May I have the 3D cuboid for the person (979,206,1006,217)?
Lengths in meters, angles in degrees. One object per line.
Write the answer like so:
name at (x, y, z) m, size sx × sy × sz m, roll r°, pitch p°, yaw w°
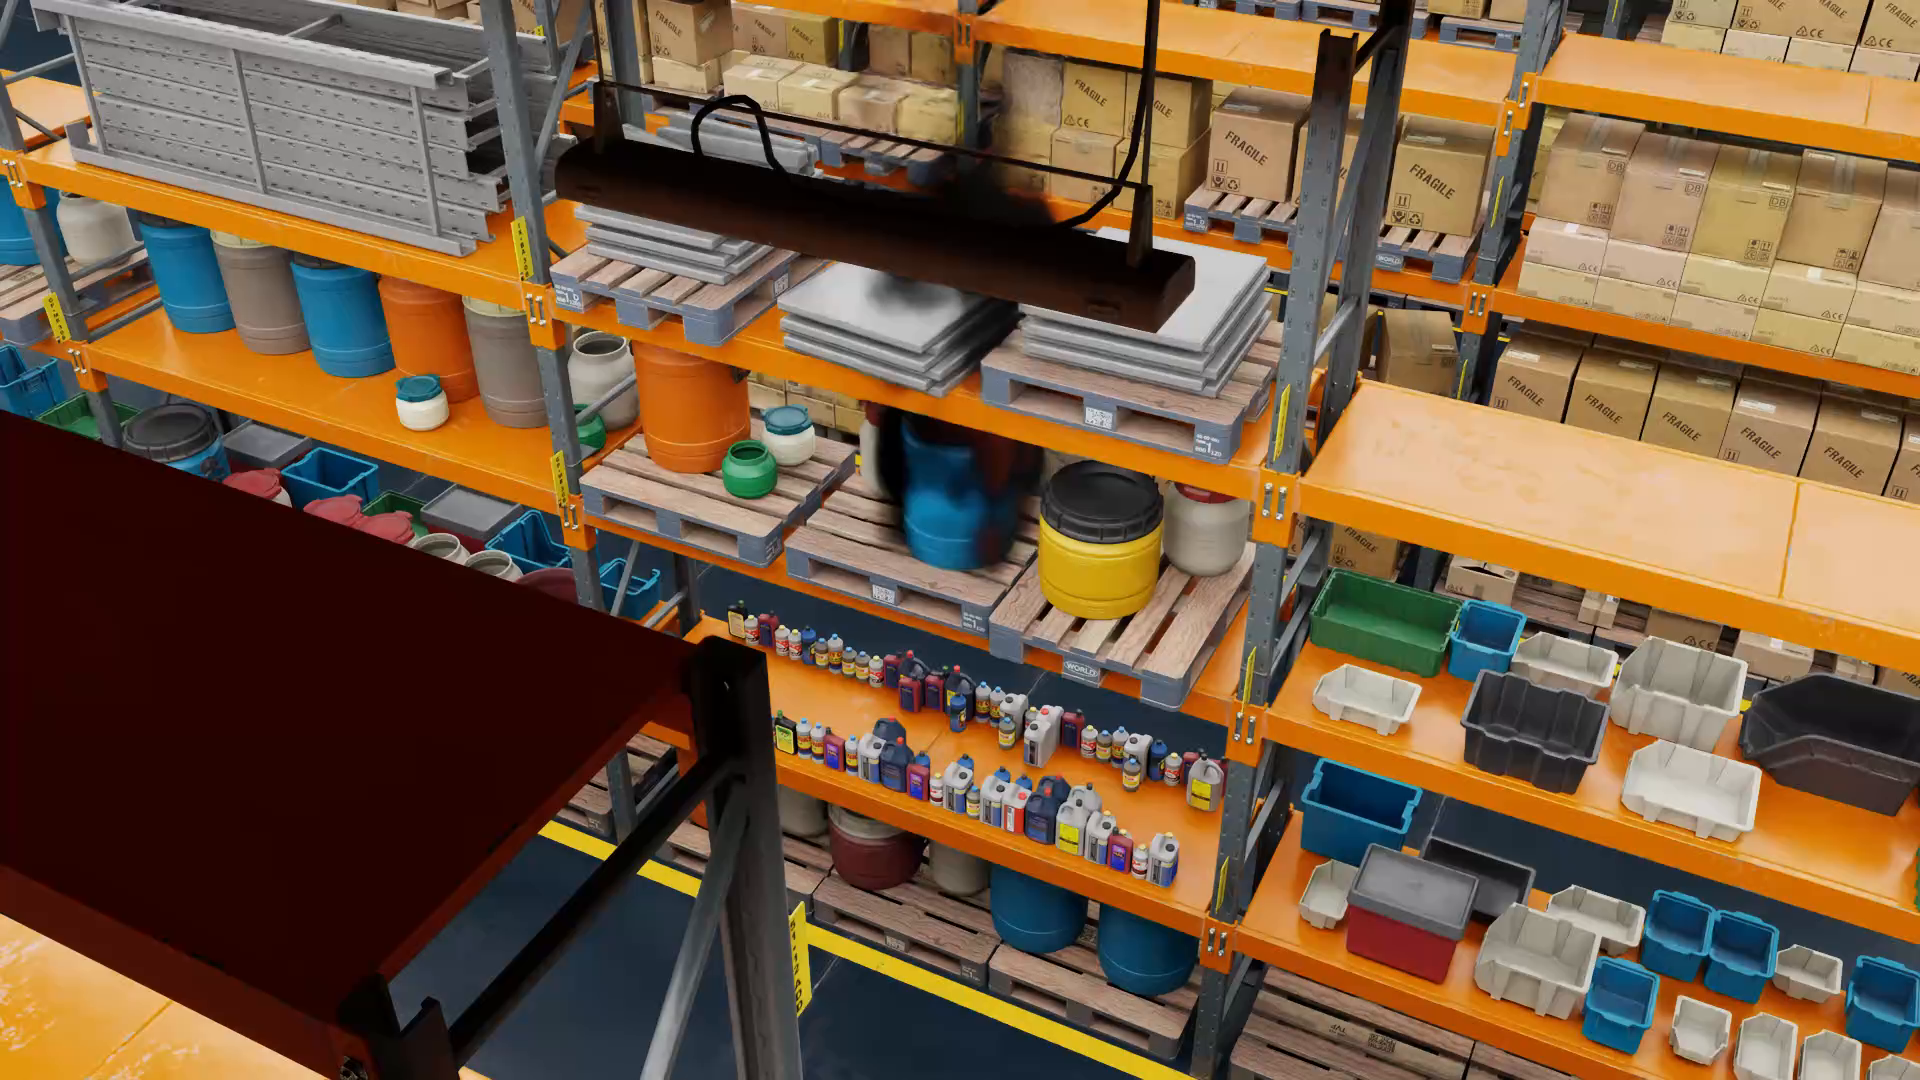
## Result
person at (0.334, -2.871, 16.672) m, size 0.853 × 1.491 × 0.601 m, roll 4°, pitch 35°, yaw 6°

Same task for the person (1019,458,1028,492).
person at (0.219, -0.049, 12.450) m, size 0.936 × 1.830 × 0.636 m, roll 6°, pitch 35°, yaw 8°
